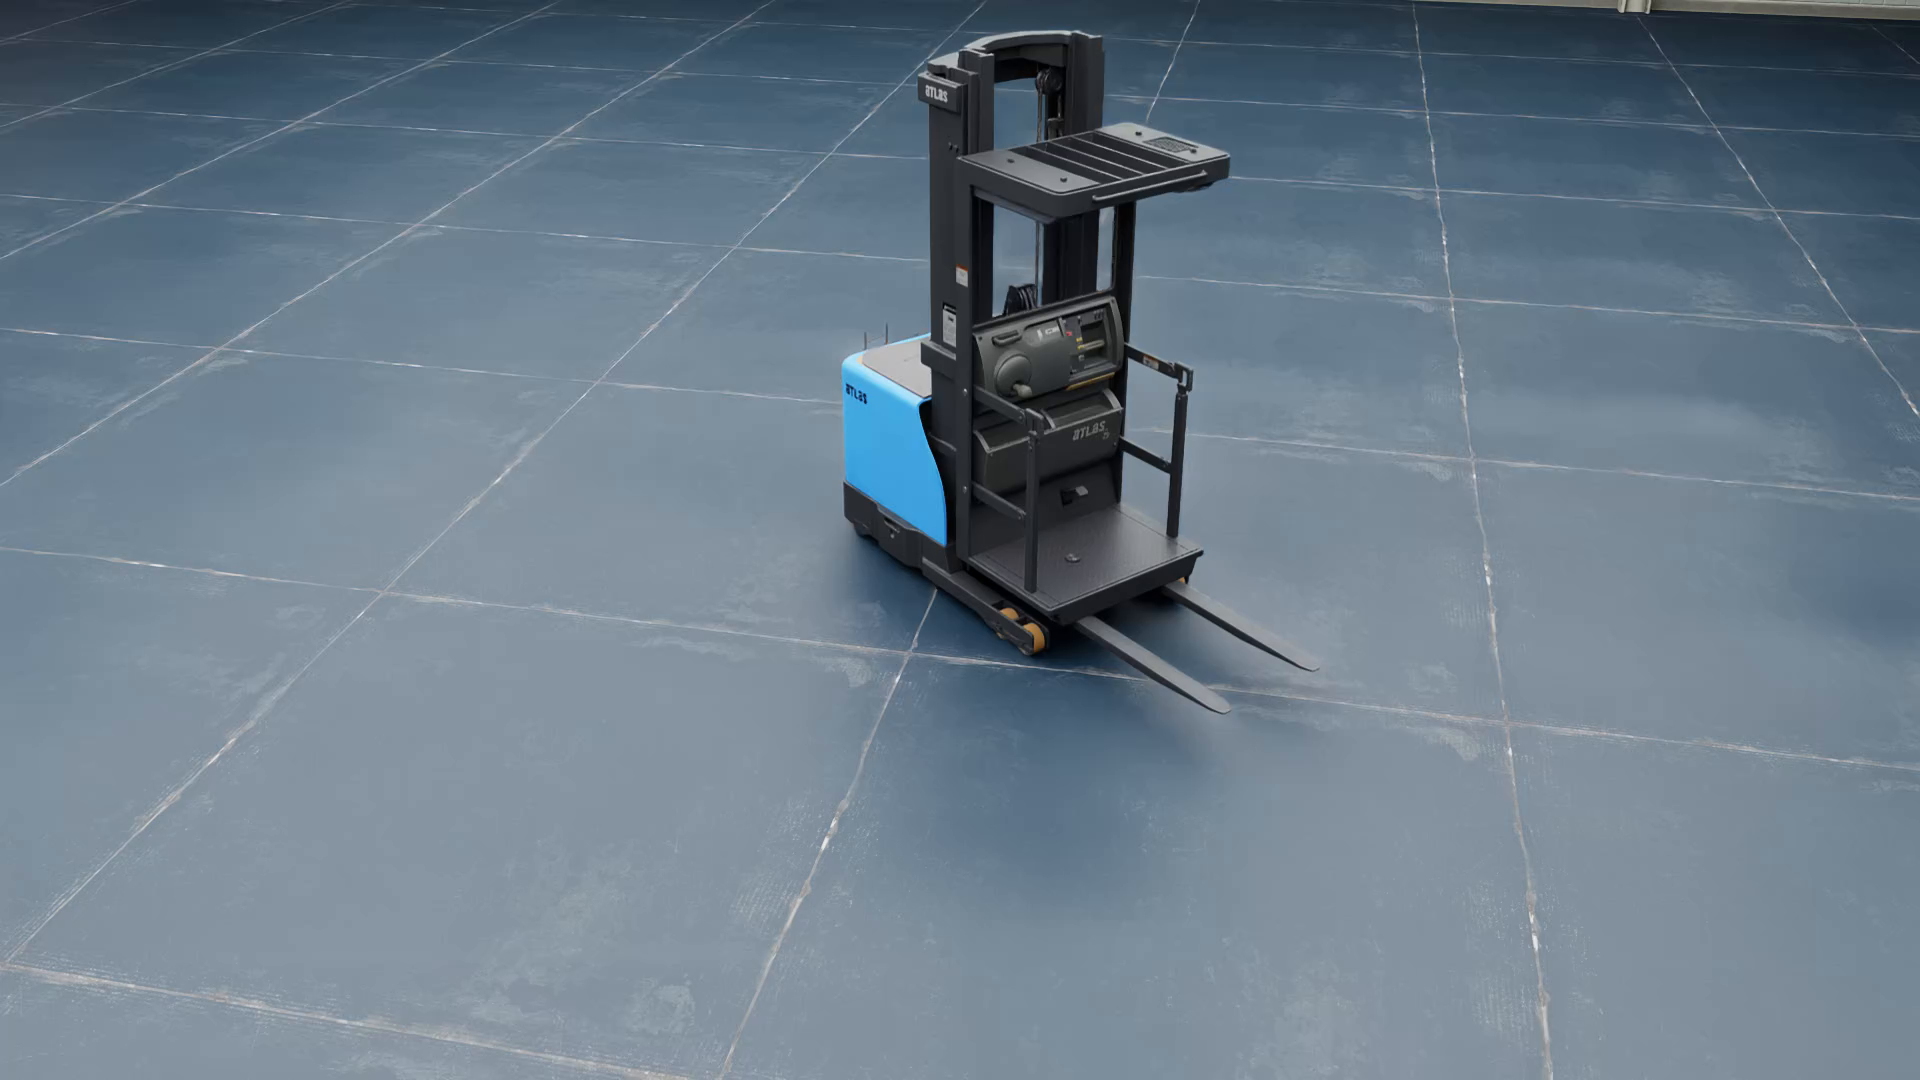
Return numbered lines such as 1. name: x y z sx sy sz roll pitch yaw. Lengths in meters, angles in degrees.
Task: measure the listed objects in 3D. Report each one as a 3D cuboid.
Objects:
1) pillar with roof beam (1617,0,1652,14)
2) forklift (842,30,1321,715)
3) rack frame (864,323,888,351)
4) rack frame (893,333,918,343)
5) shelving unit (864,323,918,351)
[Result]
1. pillar with roof beam: 8.529 -9.336 17.433 0.400 9.000 9.100 6 29 11
2. forklift: 0.597 -0.953 8.438 1.130 2.935 3.031 -20 34 -32
3. rack frame: -0.500 -0.803 10.123 0.008 1.050 0.200 23 36 36
4. rack frame: -0.318 -0.724 9.980 0.008 1.050 0.200 23 36 36
5. shelving unit: -0.409 -0.763 10.051 0.252 1.050 0.215 23 36 36
